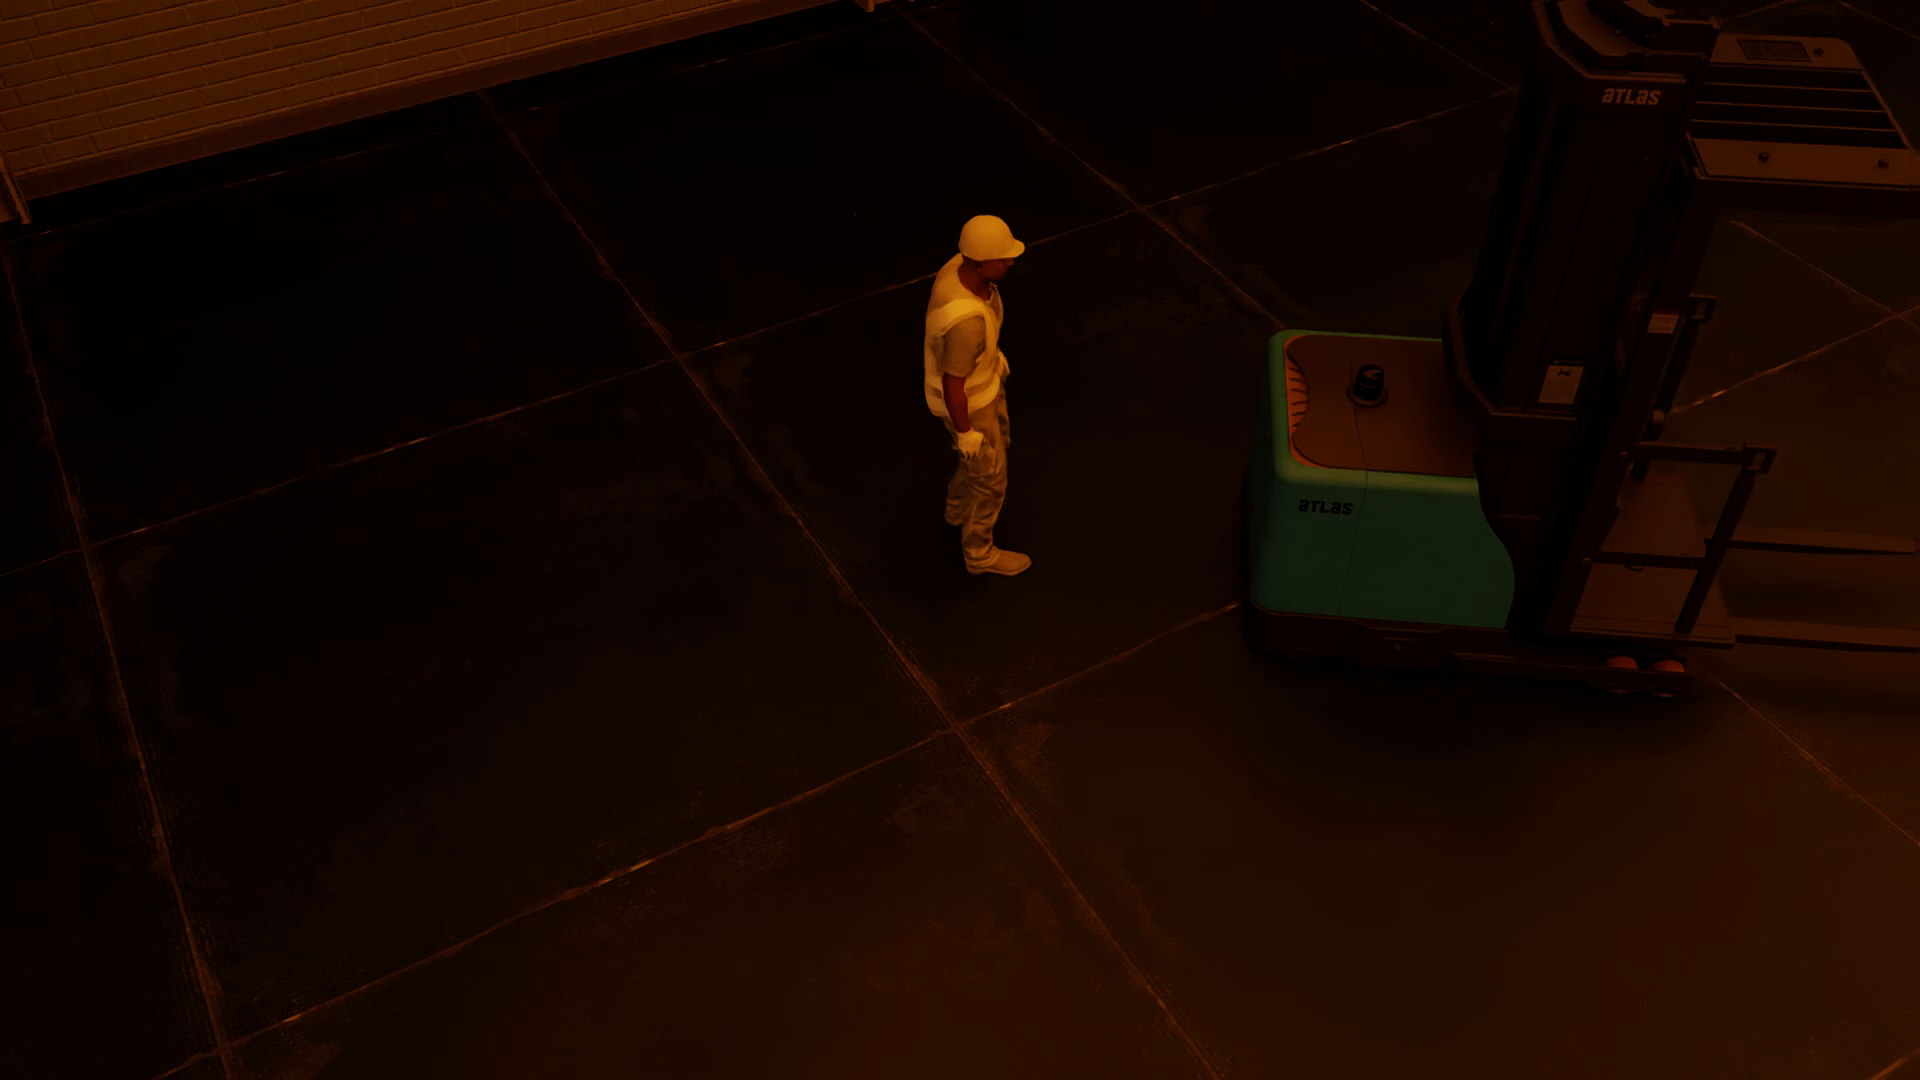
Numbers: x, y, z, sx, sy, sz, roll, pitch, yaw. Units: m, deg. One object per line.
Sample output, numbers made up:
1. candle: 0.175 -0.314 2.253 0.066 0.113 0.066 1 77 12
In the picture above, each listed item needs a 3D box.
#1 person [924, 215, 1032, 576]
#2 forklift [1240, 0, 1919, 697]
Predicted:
1. person: 0.105 -0.647 7.266 0.513 1.756 0.664 6 43 7
2. forklift: 2.793 -0.785 6.544 3.031 2.935 1.130 4 43 4
